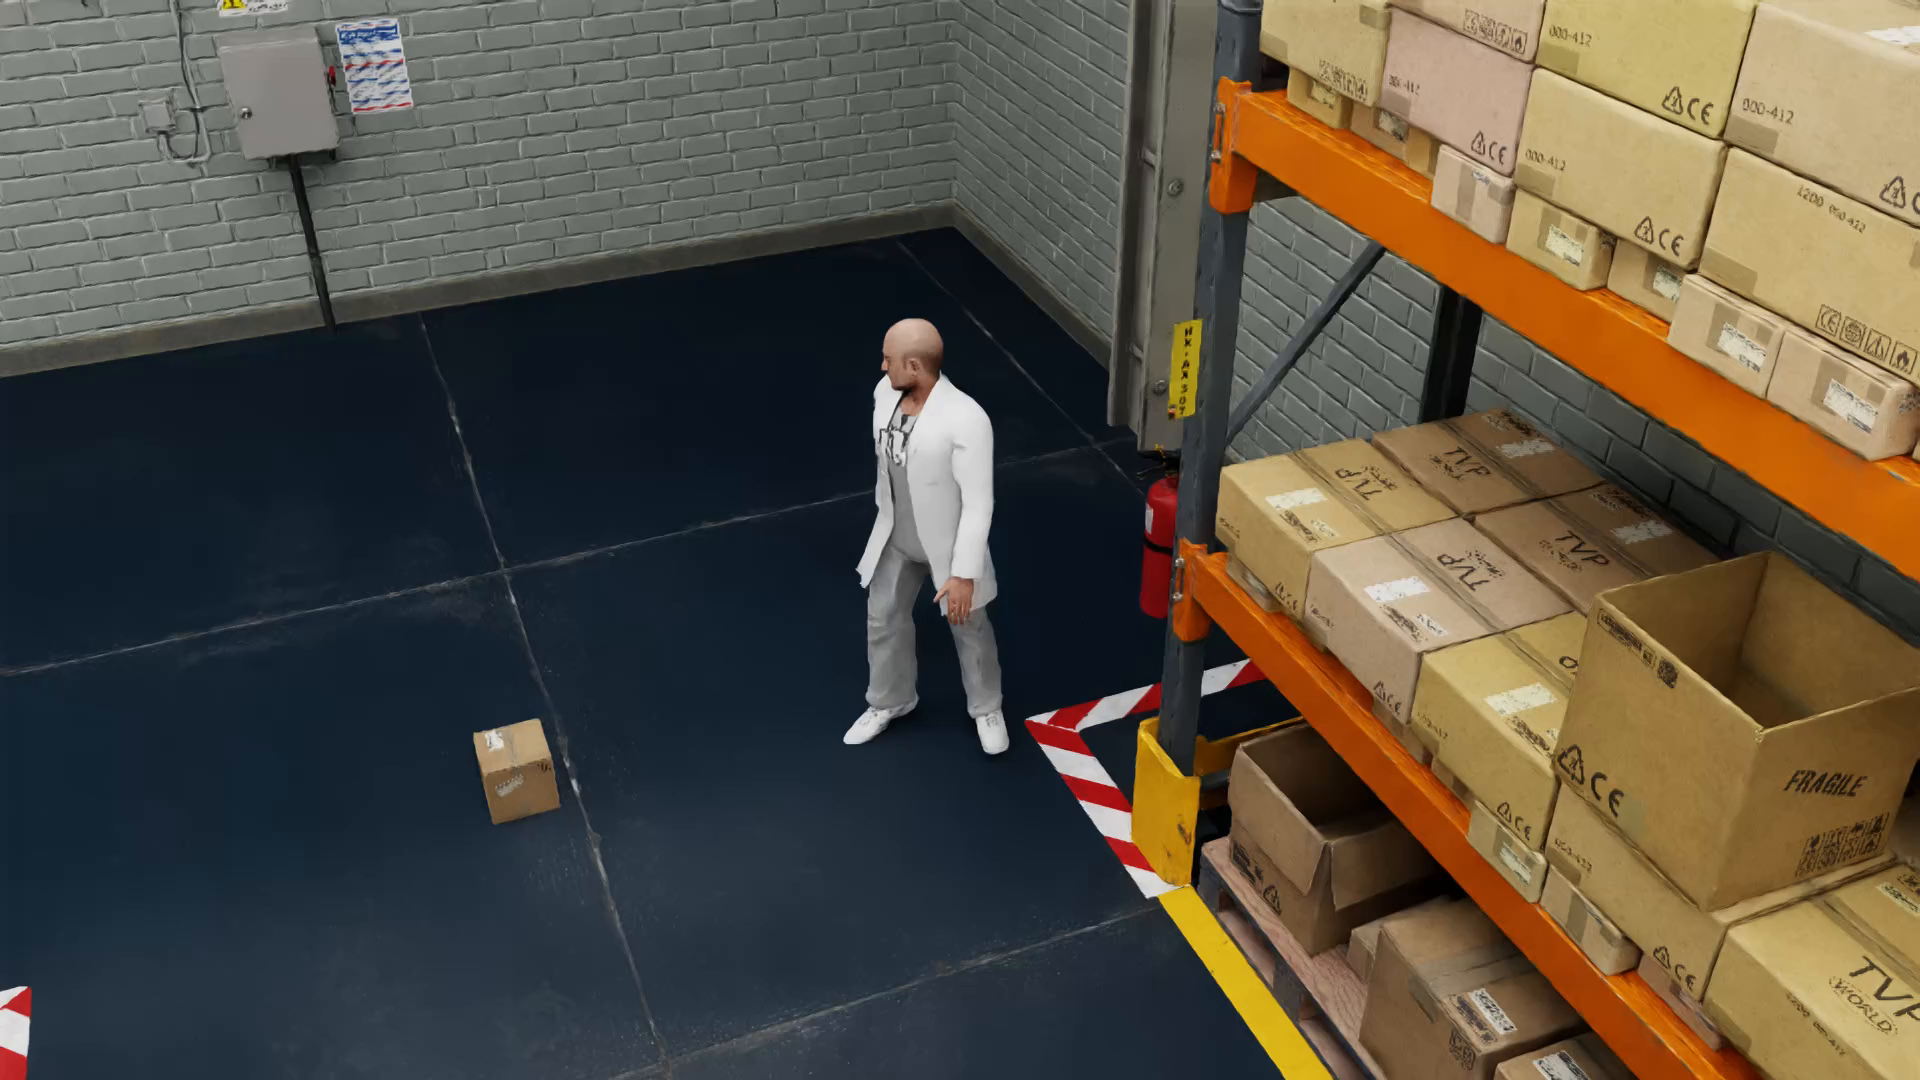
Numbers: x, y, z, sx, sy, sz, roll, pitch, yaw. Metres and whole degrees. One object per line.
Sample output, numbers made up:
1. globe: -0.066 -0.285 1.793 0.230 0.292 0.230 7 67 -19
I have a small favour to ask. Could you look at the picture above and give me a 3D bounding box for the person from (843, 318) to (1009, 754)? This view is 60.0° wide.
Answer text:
1. person: -0.099 0.029 6.132 0.676 1.834 0.553 22 39 30
